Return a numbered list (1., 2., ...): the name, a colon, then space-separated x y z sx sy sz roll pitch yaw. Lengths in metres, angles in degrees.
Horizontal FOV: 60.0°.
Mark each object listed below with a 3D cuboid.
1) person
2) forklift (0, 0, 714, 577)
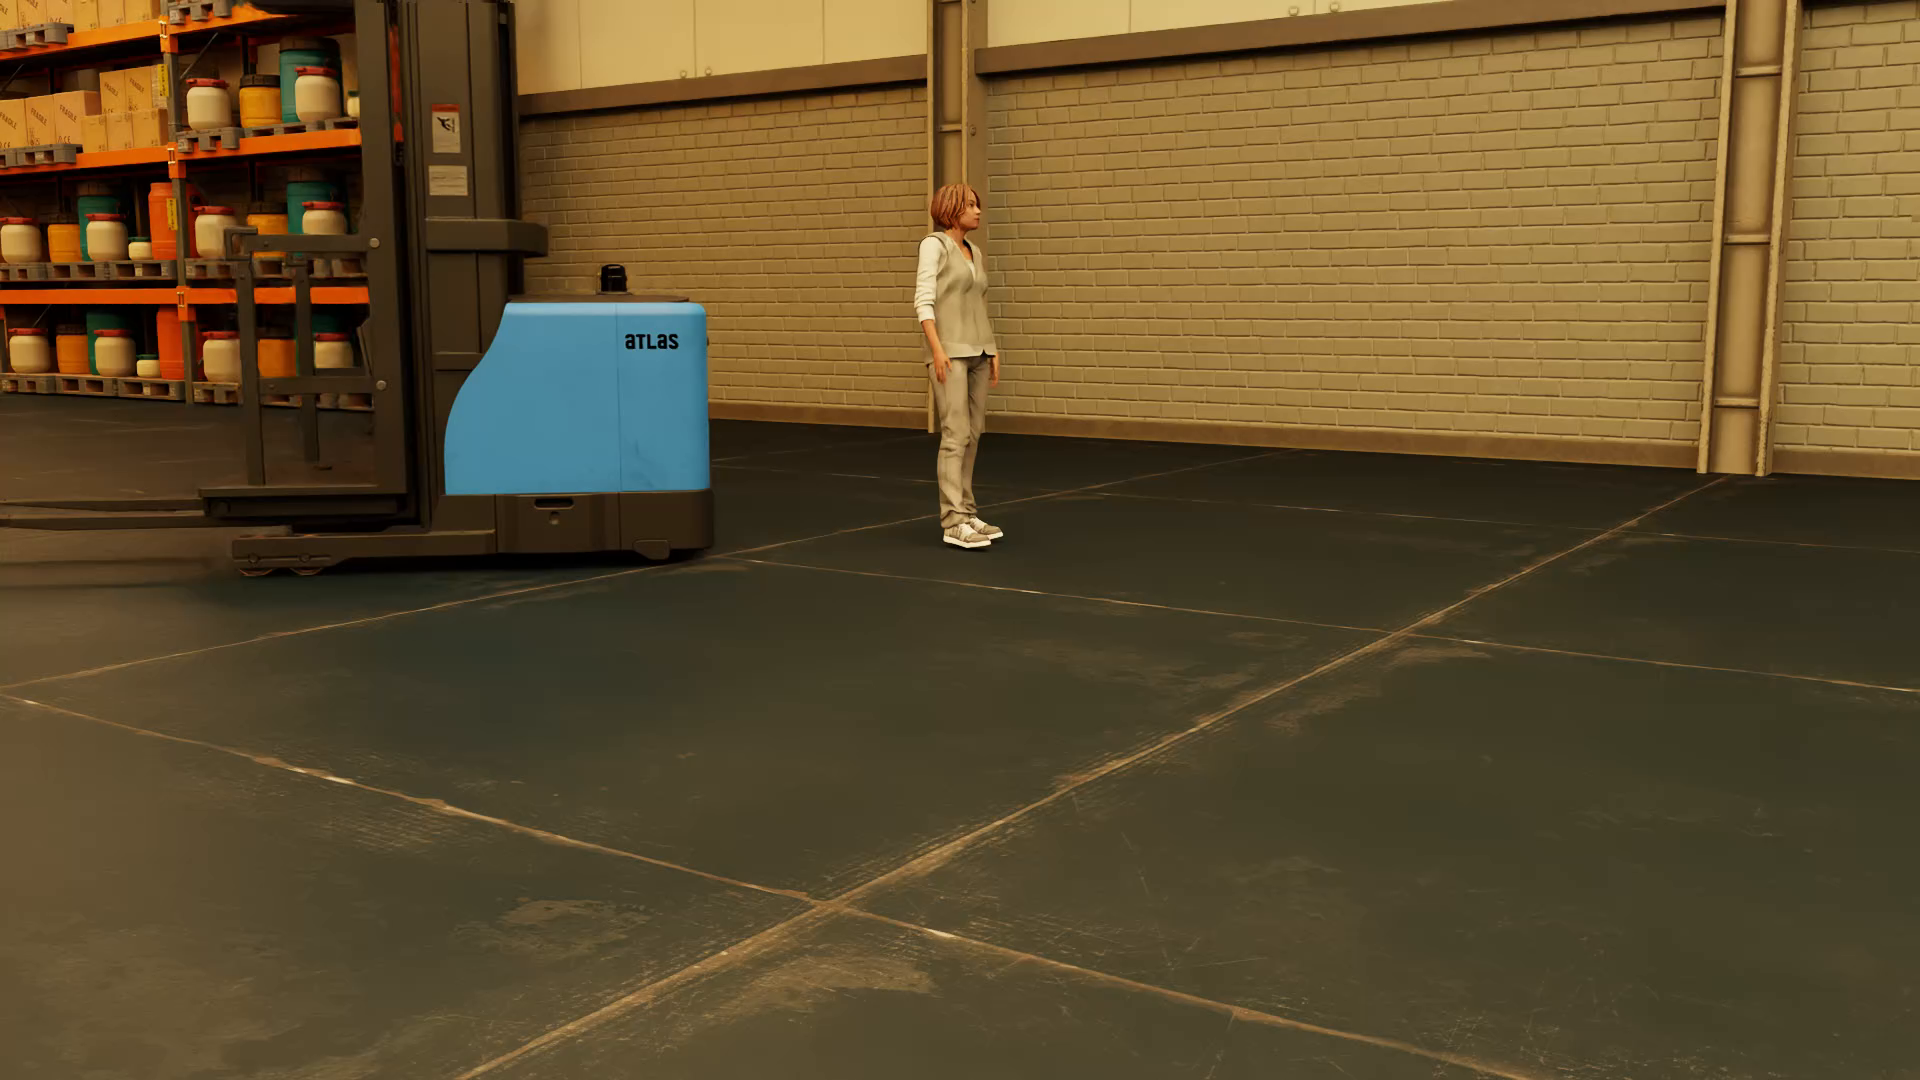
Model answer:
1. person: 0.053 -0.791 7.437 0.474 1.598 0.519 5 10 34
2. forklift: -2.591 -1.384 6.928 3.031 2.935 1.130 -1 8 -9
